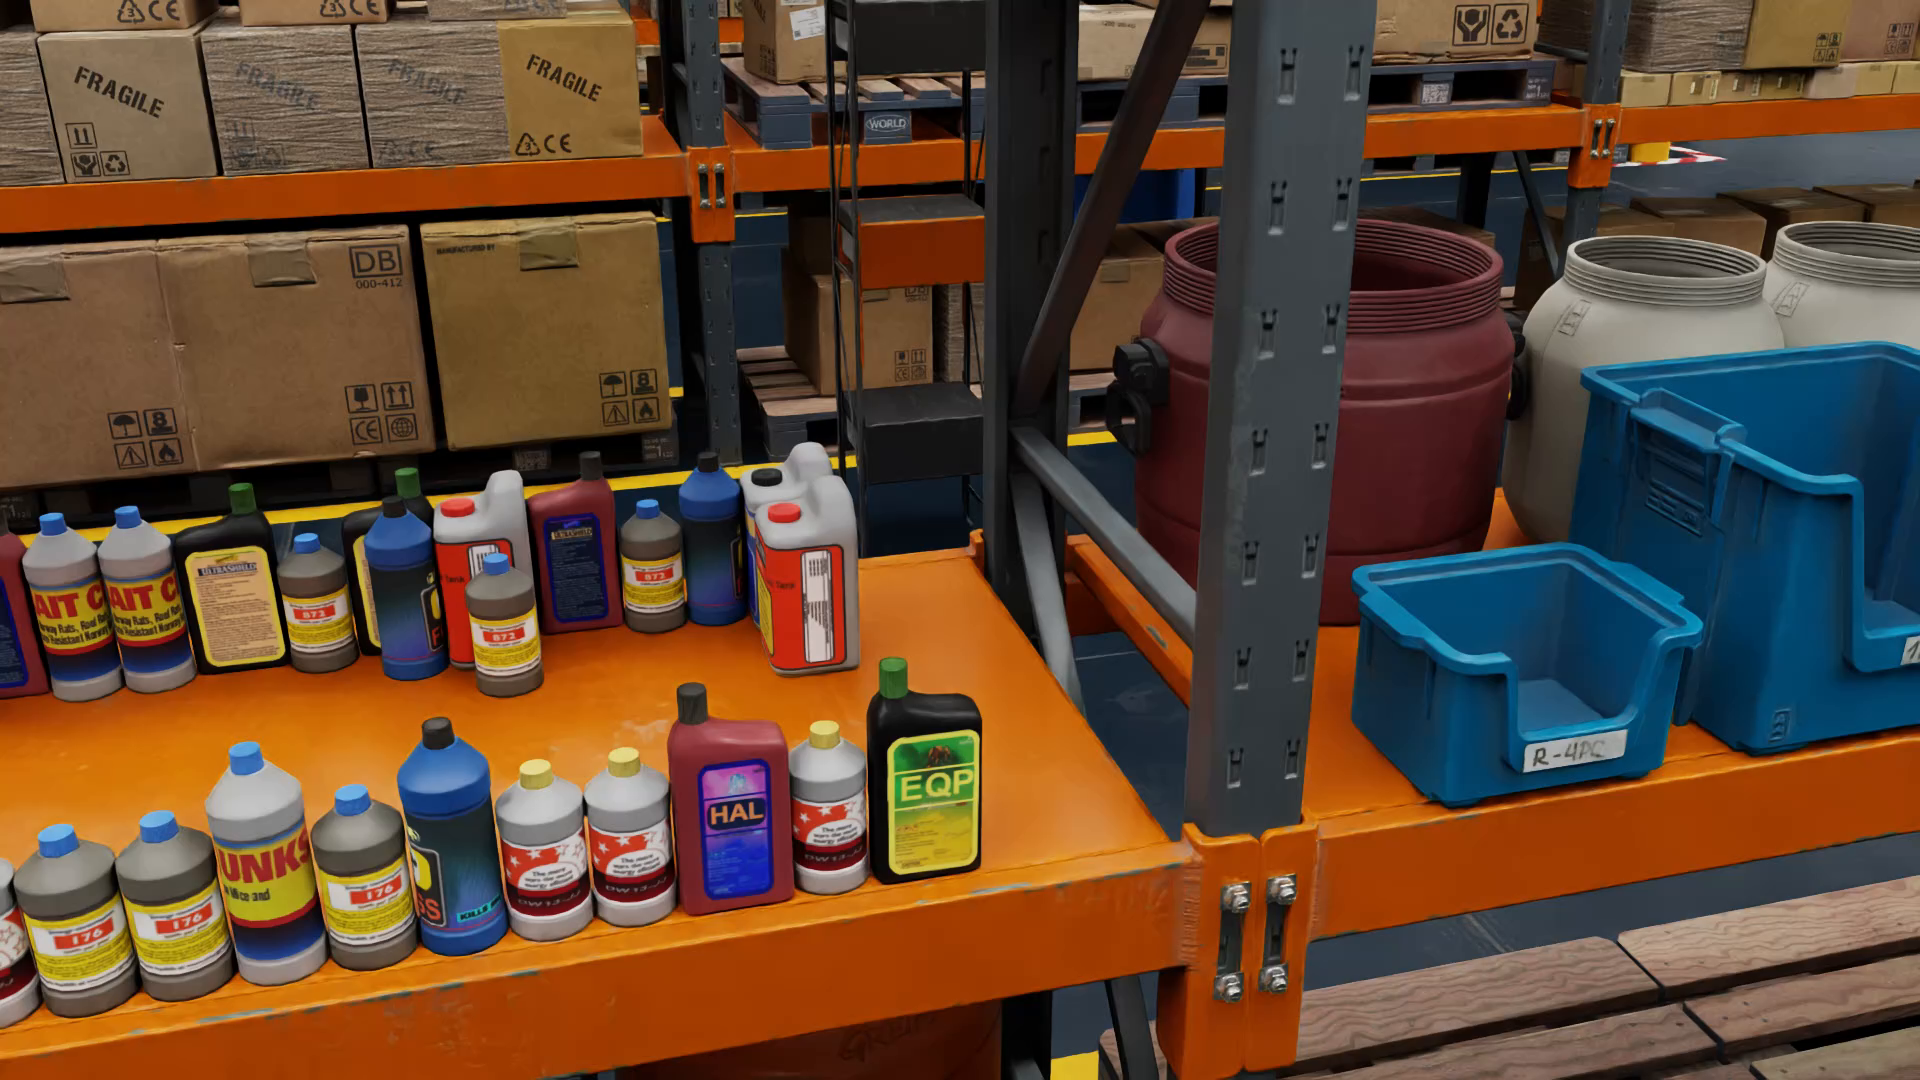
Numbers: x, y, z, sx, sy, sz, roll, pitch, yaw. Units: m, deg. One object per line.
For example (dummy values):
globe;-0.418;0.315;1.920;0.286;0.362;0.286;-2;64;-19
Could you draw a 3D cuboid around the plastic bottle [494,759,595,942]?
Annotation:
plastic bottle;-0.474;0.345;1.893;0.097;0.201;0.097;0;23;0

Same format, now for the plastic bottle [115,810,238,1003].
plastic bottle;-0.849;0.387;1.796;0.097;0.201;0.097;0;23;0

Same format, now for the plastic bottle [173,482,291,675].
plastic bottle;-1.080;0.057;2.462;0.133;0.283;0.061;-6;24;-14

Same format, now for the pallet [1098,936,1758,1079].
pallet;0.989;1.222;3.133;1.213;0.211;1.003;-6;24;-14

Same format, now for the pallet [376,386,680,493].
pallet;-1.885;-0.535;7.229;1.213;0.211;1.003;-6;24;-14

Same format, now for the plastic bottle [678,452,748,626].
plastic bottle;-0.390;-0.007;2.625;0.097;0.271;0.097;0;23;0

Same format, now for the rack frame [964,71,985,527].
rack frame;0.076;-0.973;5.855;0.015;2.100;0.400;-6;24;-14

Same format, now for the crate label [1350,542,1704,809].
crate label;0.739;0.183;2.232;0.416;0.233;0.303;-6;24;-14

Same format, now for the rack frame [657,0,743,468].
rack frame;-1.105;-1.872;6.808;0.127;3.000;1.000;-6;24;-14

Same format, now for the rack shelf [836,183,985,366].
rack shelf;-0.159;-0.935;5.800;0.480;0.518;0.431;-6;24;-14

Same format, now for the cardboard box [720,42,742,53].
cardboard box;-2.527;-4.758;16.334;0.625;0.372;0.950;-7;24;-15

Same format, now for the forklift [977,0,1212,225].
forklift;0.891;-2.901;9.294;1.130;2.935;3.031;5;24;12

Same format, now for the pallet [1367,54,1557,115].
pallet;1.971;-2.183;7.778;1.213;0.211;1.003;-6;24;-14

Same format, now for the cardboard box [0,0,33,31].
cardboard box;-3.680;-2.092;5.924;0.637;0.503;0.797;-6;24;-14

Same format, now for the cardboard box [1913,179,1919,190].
cardboard box;5.425;-1.631;8.885;0.500;0.500;0.500;0;23;0

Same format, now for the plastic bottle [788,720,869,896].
plastic bottle;-0.158;0.310;1.974;0.097;0.201;0.097;0;23;0

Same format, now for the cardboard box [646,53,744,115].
cardboard box;-1.737;-2.955;11.654;0.750;0.750;1.050;-7;24;-15

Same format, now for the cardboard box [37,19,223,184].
cardboard box;-2.984;-1.610;6.071;0.500;0.500;0.500;-6;24;-13

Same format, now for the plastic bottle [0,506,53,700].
plastic bottle;-1.396;0.091;2.381;0.133;0.283;0.061;-6;24;-14

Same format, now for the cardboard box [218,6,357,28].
cardboard box;-2.635;-1.857;6.648;0.500;0.500;0.500;-7;24;-15

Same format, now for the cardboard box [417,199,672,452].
cardboard box;-1.775;-1.023;6.991;0.875;0.875;1.225;-7;24;-17

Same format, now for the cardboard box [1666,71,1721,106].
cardboard box;3.278;-2.113;7.688;0.250;0.149;0.380;-6;24;-14

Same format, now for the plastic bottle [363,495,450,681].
plastic bottle;-0.819;0.066;2.456;0.097;0.271;0.097;0;23;0

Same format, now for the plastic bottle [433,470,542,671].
plastic bottle;-0.717;0.038;2.514;0.135;0.276;0.152;-6;24;-14

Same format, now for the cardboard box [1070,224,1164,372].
cardboard box;0.609;-1.131;7.694;0.500;0.500;0.700;-4;24;-10

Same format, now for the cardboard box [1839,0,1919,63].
cardboard box;4.141;-2.636;8.086;0.500;0.500;0.875;-6;24;-14

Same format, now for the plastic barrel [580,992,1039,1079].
plastic barrel;-0.234;0.872;2.634;0.708;0.830;0.600;-6;24;-14

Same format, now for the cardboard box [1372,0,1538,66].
cardboard box;1.943;-2.735;7.527;1.000;1.000;1.000;-6;24;-14

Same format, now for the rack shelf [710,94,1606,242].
rack shelf;0.820;-1.754;7.446;4.000;0.370;1.077;-6;24;-14

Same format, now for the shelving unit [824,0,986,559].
shelving unit;-0.159;-0.947;5.795;0.503;2.100;0.431;-6;24;-14

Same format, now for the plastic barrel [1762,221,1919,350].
plastic barrel;1.571;-0.278;2.952;0.421;0.512;0.421;0;23;0

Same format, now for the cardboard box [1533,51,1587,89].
cardboard box;2.874;-2.317;8.164;0.250;0.149;0.380;-6;24;-14

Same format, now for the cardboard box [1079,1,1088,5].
cardboard box;0.427;-2.283;7.405;0.258;0.266;0.396;-7;24;-16

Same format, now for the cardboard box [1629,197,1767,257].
cardboard box;3.691;-1.433;8.424;0.500;0.500;0.500;1;23;3

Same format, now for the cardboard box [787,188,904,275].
cardboard box;-0.468;-1.353;7.259;0.500;0.250;0.500;-5;24;-12

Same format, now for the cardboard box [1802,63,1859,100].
cardboard box;4.002;-2.191;7.871;0.250;0.149;0.380;-6;24;-14

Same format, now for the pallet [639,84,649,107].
pallet;-3.029;-4.435;16.319;1.213;0.211;1.003;-6;24;-14

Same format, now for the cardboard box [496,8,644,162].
cardboard box;-1.514;-1.771;6.447;0.500;0.500;0.500;-6;24;-13

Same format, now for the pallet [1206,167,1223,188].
pallet;2.257;-2.961;12.884;1.213;0.211;1.003;-6;24;-14

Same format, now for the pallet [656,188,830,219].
pallet;-1.568;-2.539;11.901;1.213;0.211;1.003;-6;24;-14

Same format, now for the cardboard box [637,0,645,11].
cardboard box;-1.987;-3.961;11.551;0.500;0.500;0.500;-6;24;-14

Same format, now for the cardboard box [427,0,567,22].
cardboard box;-1.814;-2.307;6.423;0.637;0.503;0.797;-5;24;-13

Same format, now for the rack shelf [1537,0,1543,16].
rack shelf;3.429;-4.074;12.853;4.000;0.370;1.077;-6;24;-14

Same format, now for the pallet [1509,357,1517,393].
pallet;1.997;-0.933;8.156;1.213;0.211;1.003;-6;24;-14

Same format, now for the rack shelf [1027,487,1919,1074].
rack shelf;2.158;0.126;3.064;4.000;0.370;1.077;-6;24;-14
